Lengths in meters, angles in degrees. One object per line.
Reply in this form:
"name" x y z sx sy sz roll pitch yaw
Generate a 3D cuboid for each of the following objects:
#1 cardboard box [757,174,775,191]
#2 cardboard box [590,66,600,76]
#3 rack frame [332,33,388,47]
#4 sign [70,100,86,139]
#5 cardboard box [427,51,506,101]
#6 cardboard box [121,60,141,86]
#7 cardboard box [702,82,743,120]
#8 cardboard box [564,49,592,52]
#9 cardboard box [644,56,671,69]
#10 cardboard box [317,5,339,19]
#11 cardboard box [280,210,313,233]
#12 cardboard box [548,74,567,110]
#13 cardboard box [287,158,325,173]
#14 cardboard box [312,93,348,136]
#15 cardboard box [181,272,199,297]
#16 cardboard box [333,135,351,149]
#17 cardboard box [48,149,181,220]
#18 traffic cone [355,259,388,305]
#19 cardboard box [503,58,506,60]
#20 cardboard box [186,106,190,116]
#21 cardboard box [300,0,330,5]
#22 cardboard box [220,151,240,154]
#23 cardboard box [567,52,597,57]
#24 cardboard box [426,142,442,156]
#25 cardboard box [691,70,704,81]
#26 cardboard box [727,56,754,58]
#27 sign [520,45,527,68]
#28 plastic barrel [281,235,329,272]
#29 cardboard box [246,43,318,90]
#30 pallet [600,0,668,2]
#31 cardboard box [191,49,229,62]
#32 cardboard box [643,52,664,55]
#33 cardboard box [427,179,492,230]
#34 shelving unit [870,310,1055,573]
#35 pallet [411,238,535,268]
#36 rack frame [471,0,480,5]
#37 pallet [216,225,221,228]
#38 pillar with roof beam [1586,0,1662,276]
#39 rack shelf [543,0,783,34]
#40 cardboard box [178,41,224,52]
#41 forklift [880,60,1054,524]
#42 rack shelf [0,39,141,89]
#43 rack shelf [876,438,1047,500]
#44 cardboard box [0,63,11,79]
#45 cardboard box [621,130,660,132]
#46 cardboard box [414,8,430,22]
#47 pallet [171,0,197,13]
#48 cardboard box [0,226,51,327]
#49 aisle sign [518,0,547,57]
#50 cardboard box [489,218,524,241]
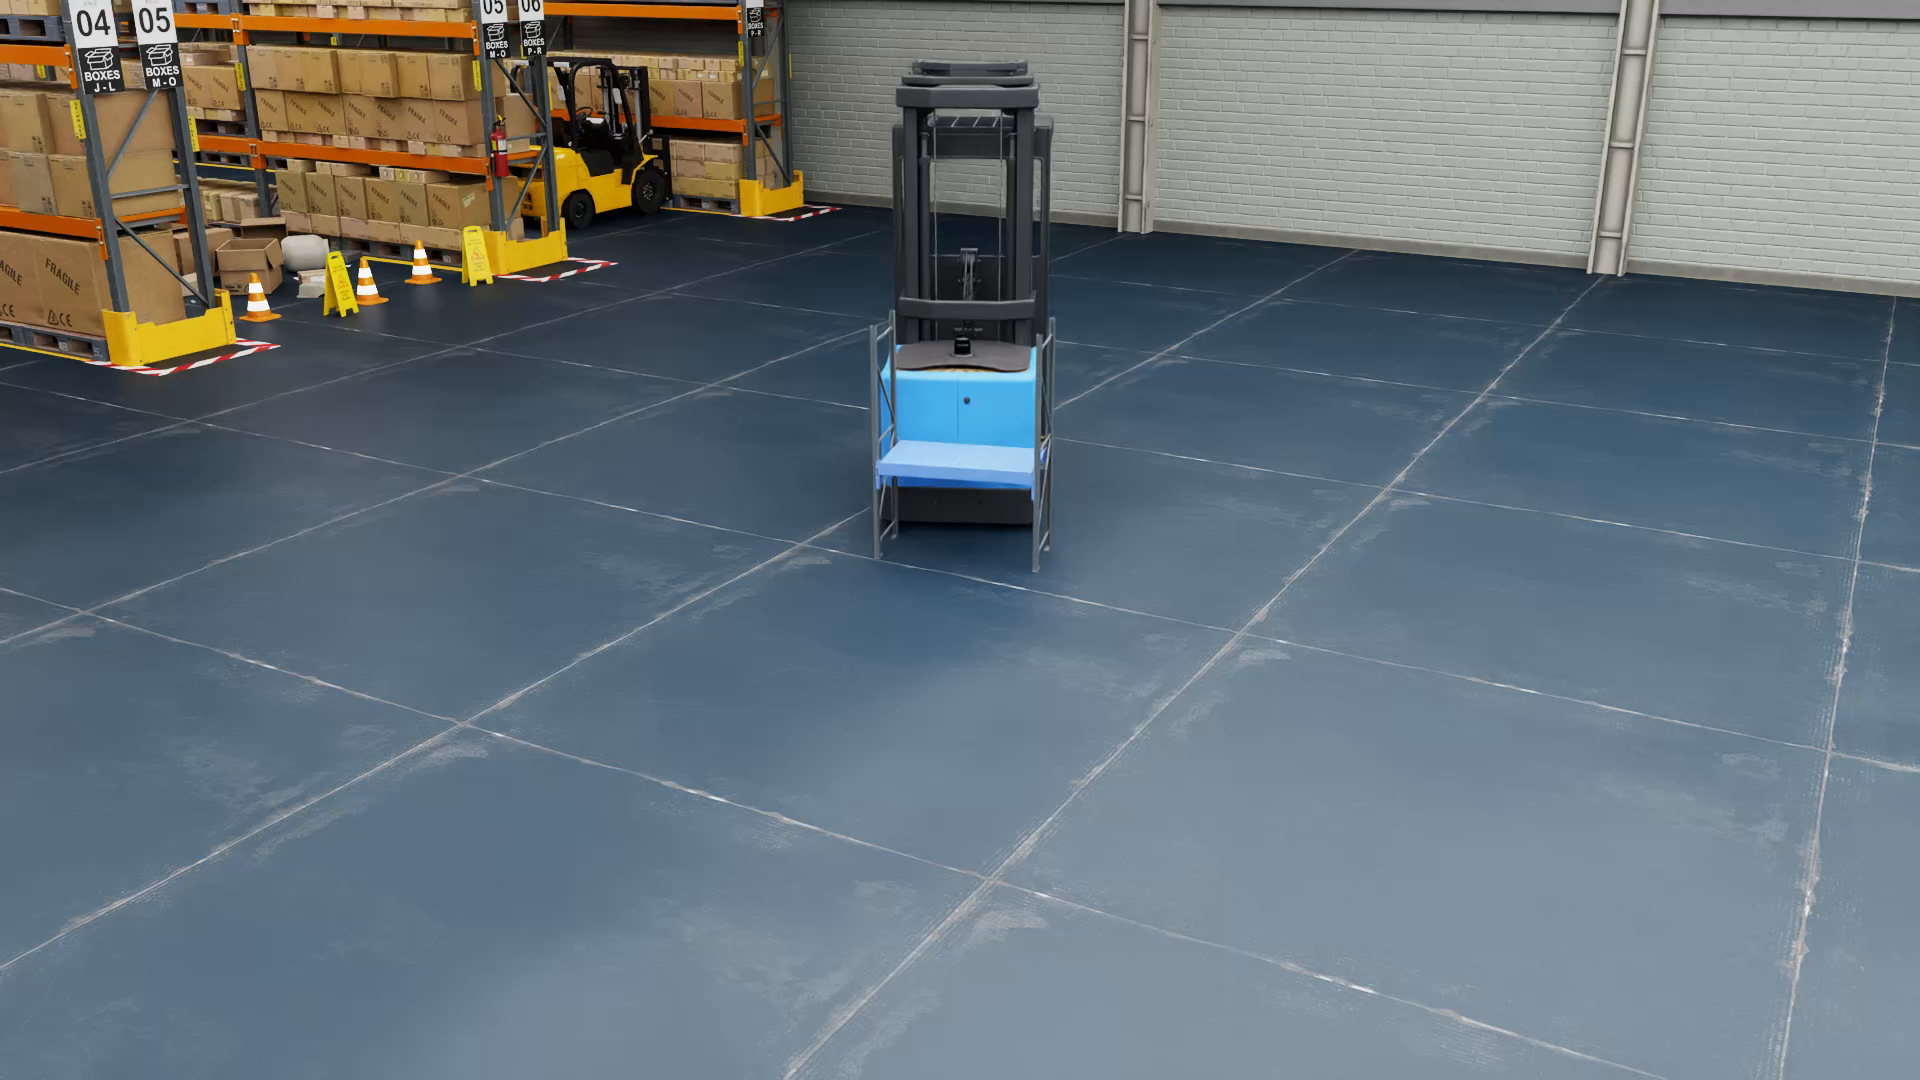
"cardboard box" -3.052 -5.207 24.237 0.500 0.250 0.500 11 23 28
"cardboard box" -5.185 -6.863 24.289 0.250 0.149 0.380 11 22 27
"rack frame" -9.703 -7.493 27.122 0.127 3.000 1.000 11 23 27
"sign" -7.739 -3.690 14.594 0.005 0.325 0.100 11 23 27
"cardboard box" -5.689 -5.361 19.196 0.500 0.500 0.700 10 22 26
"cardboard box" -10.915 -6.084 22.040 0.500 0.500 0.500 11 23 28
"cardboard box" -3.276 -6.213 23.448 0.500 0.500 0.500 10 22 26
"cardboard box" -5.785 -7.356 25.212 0.250 0.149 0.380 11 23 27
"cardboard box" -4.297 -6.833 23.770 0.250 0.149 0.380 11 23 28
"cardboard box" -7.393 -6.276 19.737 0.250 0.149 0.380 10 22 26
"cardboard box" -8.245 -4.076 21.118 0.500 0.250 0.500 10 22 25
"cardboard box" -5.951 -6.723 24.854 0.500 0.500 0.500 10 22 26
"cardboard box" -8.165 -4.694 20.773 0.250 0.149 0.380 11 23 28
"cardboard box" -7.499 -5.216 20.263 0.500 0.500 0.500 11 22 27
"cardboard box" -8.555 -2.836 18.294 0.258 0.266 0.396 16 25 36
"cardboard box" -7.398 -4.868 20.254 0.250 0.149 0.380 11 23 28
"cardboard box" -7.808 -3.312 15.378 0.550 0.550 0.875 11 23 27
"traffic cone" -6.385 -2.792 17.883 0.334 0.463 0.336 11 23 27
"cardboard box" -7.039 -7.264 25.394 0.250 0.149 0.380 11 23 27
"cardboard box" -9.900 -5.555 21.531 0.250 0.149 0.380 11 23 28
"cardboard box" -7.492 -6.504 19.781 0.500 0.250 0.500 11 23 28
"cardboard box" -12.413 -6.947 28.668 0.500 0.500 0.500 10 22 27
"cardboard box" -5.578 -7.122 24.565 0.250 0.149 0.380 10 22 26
"cardboard box" -6.056 -4.623 19.578 0.250 0.149 0.380 10 22 26
"cardboard box" -3.592 -6.584 23.518 0.250 0.149 0.380 11 23 28
"cardboard box" -3.109 -6.836 23.779 0.250 0.149 0.380 12 23 29
"sign" -6.467 -7.171 24.655 0.005 0.325 0.100 11 23 27
"plastic barrel" -7.678 -3.366 19.523 0.512 0.421 0.421 -7 21 -20
"cardboard box" -8.350 -5.868 20.595 0.500 0.500 0.700 11 22 27
"pallet" -4.393 -7.859 23.862 1.213 0.211 1.003 11 23 27
"cardboard box" -9.865 -6.372 21.882 0.250 0.149 0.380 12 23 30
"cardboard box" -4.477 -7.082 24.456 0.250 0.149 0.380 12 23 29
"cardboard box" -5.963 -3.997 19.802 0.500 0.500 0.500 11 23 28
"shelving unit" 0.022 -0.621 10.378 1.048 1.500 0.538 4 20 12
"pallet" -5.895 -3.531 20.291 1.213 0.211 1.003 11 23 27
"rack frame" -5.136 -7.504 18.356 0.127 3.000 1.000 11 23 27
"pallet" -10.378 -4.370 22.603 1.213 0.211 1.003 11 23 27
"pillar with roof beam" 5.490 -6.089 14.456 0.400 9.000 9.100 11 23 27
"rack shelf" -4.465 -7.567 23.983 4.000 0.370 1.077 11 23 27
"cardboard box" -12.882 -8.255 28.462 0.500 0.500 0.700 11 23 29
"forklift" 0.098 -1.939 11.911 1.130 2.935 3.031 1 20 4
"rack shelf" -9.208 -4.598 15.798 4.000 0.370 1.077 11 23 27
"rack shelf" 0.022 -0.452 10.439 1.000 0.185 0.538 4 20 12
"cardboard box" -13.151 -6.622 23.110 0.500 0.500 0.500 11 23 28
"cardboard box" -4.802 -6.010 24.985 0.500 0.250 0.500 11 23 28
"cardboard box" -6.033 -6.038 19.081 0.250 0.149 0.380 12 23 29
"pallet" -10.022 -6.977 21.577 1.003 0.211 1.213 11 23 27
"cardboard box" -8.856 -2.631 16.219 0.875 0.875 0.875 10 22 26
"aisle sign" -4.931 -5.988 19.162 0.004 0.787 0.394 11 23 27
"cardboard box" -5.706 -3.805 20.373 0.500 0.250 0.500 11 22 27
